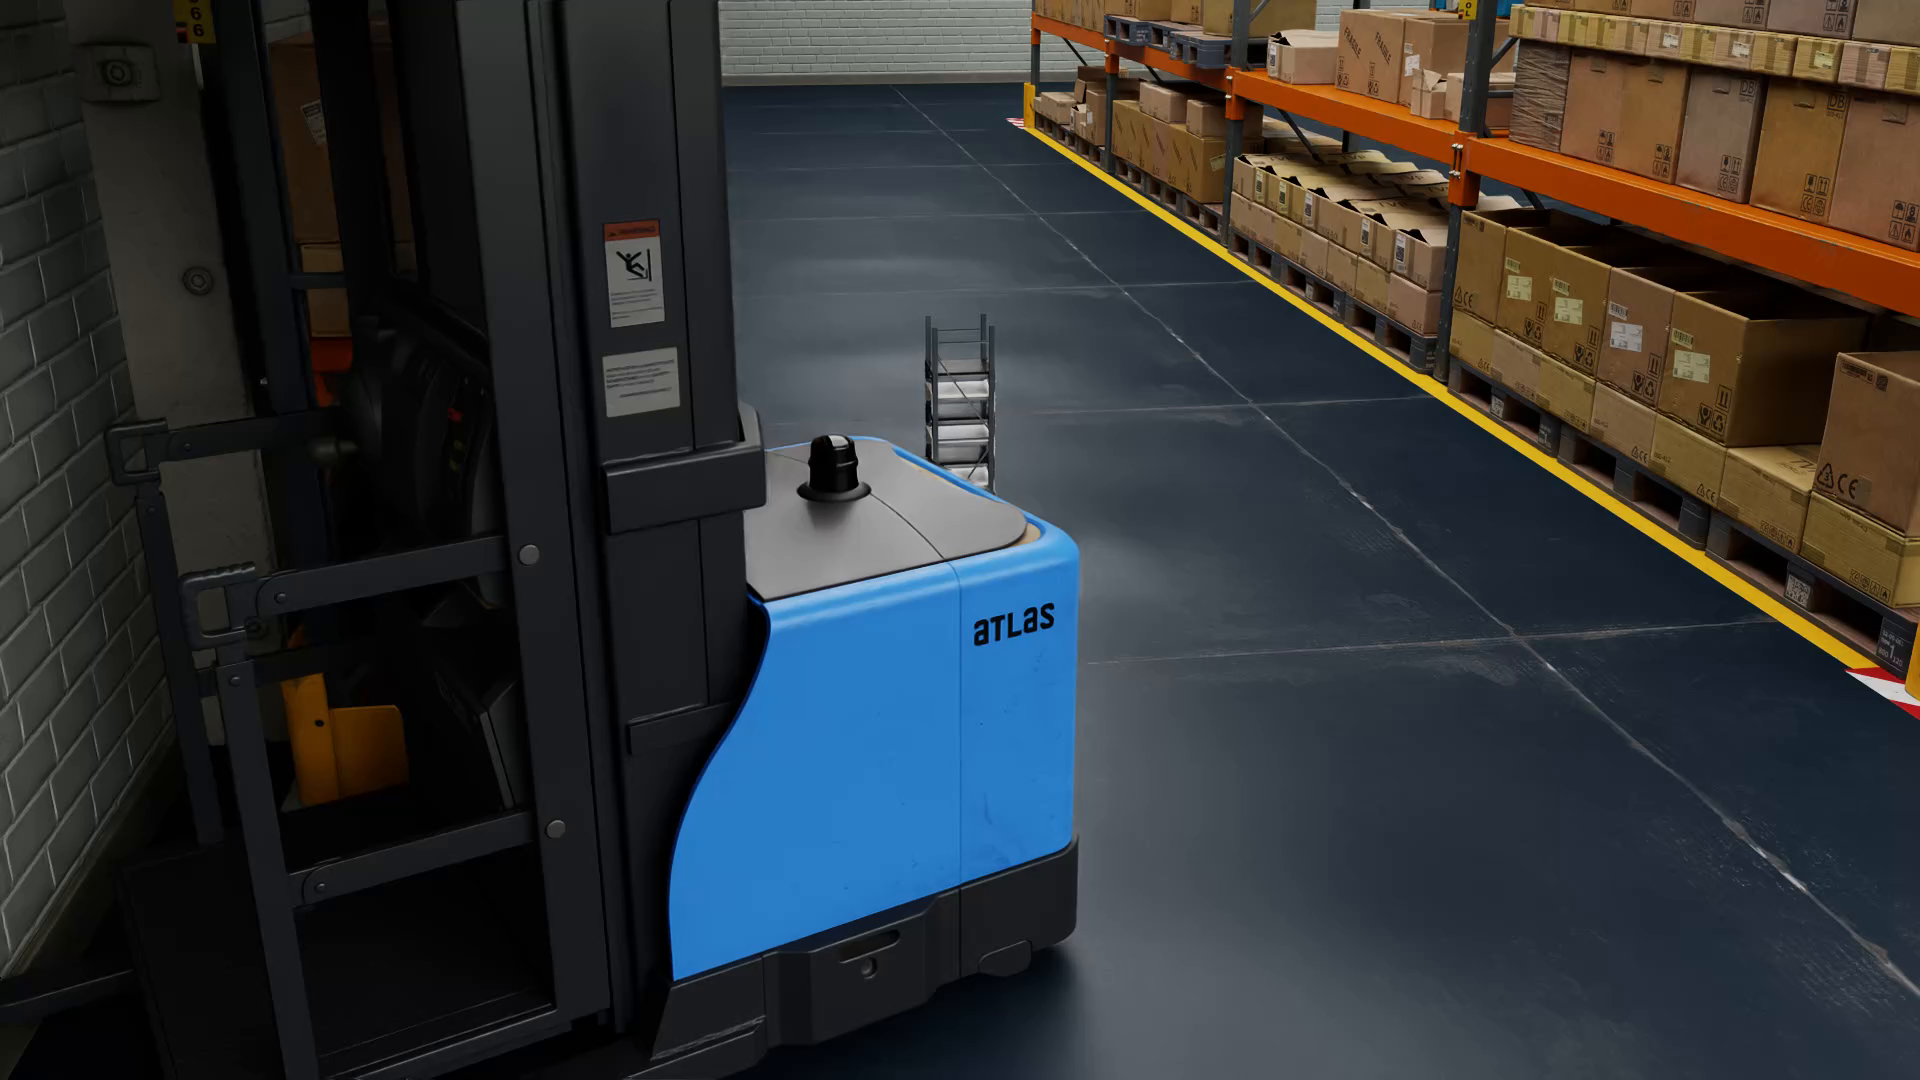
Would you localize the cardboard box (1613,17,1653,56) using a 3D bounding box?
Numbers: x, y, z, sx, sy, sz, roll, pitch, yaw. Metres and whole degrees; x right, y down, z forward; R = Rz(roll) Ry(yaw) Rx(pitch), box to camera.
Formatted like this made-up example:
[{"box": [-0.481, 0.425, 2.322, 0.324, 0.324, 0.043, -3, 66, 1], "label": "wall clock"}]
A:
[{"box": [3.079, -2.187, 7.213, 0.380, 0.149, 0.250, -4, 21, -10], "label": "cardboard box"}]

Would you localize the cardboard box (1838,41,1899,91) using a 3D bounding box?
[{"box": [3.306, -1.647, 5.769, 0.380, 0.149, 0.250, -3, 21, -7], "label": "cardboard box"}]

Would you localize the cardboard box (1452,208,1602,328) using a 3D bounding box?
[{"box": [2.841, -1.376, 8.371, 0.500, 0.500, 0.500, -3, 21, -8], "label": "cardboard box"}]

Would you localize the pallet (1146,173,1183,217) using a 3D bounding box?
[{"box": [2.264, -3.053, 14.588, 1.003, 0.211, 1.213, -3, 21, -8], "label": "pallet"}]

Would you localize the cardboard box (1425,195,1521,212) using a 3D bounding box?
[{"box": [3.128, -1.972, 10.237, 0.500, 0.311, 0.500, -4, 21, -10], "label": "cardboard box"}]

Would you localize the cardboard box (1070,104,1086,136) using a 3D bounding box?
[{"box": [1.459, -4.451, 17.561, 0.500, 0.311, 0.500, -3, 21, -8], "label": "cardboard box"}]

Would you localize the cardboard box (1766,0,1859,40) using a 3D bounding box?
[{"box": [3.443, -2.099, 6.052, 0.700, 0.500, 0.500, -3, 21, -8], "label": "cardboard box"}]

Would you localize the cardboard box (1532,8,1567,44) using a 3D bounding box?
[{"box": [2.967, -2.453, 7.928, 0.380, 0.149, 0.250, -3, 21, -7], "label": "cardboard box"}]

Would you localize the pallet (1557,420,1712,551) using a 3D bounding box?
[{"box": [3.336, -0.285, 7.178, 1.003, 0.211, 1.213, -3, 21, -8], "label": "pallet"}]

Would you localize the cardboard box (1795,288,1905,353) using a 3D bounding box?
[{"box": [3.644, -0.710, 6.587, 0.500, 0.500, 0.500, -3, 21, -8], "label": "cardboard box"}]

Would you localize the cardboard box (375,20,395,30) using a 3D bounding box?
[{"box": [-1.582, -1.274, 4.954, 0.500, 0.500, 0.500, -3, 21, -7], "label": "cardboard box"}]

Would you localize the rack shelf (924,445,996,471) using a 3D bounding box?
[{"box": [-0.001, -0.309, 6.609, 0.258, 0.077, 0.200, -3, 21, -8], "label": "rack shelf"}]

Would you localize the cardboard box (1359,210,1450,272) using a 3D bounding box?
[{"box": [2.660, -1.769, 9.694, 0.500, 0.311, 0.500, -2, 21, -6], "label": "cardboard box"}]

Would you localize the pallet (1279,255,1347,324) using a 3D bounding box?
[{"box": [2.760, -1.662, 10.866, 1.003, 0.211, 1.213, -3, 21, -8], "label": "pallet"}]

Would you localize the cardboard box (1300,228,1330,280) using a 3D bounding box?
[{"box": [2.520, -1.858, 10.735, 0.500, 0.250, 0.500, -2, 21, -7], "label": "cardboard box"}]

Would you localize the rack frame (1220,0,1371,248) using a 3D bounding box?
[{"box": [2.507, -3.677, 12.275, 1.000, 3.000, 0.127, -3, 21, -8], "label": "rack frame"}]

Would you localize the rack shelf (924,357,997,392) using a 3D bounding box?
[{"box": [-0.001, -0.646, 6.483, 0.258, 0.077, 0.200, -3, 21, -8], "label": "rack shelf"}]

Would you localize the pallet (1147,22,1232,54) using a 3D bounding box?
[{"box": [2.222, -4.260, 14.110, 1.003, 0.211, 1.213, -3, 21, -8], "label": "pallet"}]

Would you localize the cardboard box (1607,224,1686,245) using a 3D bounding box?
[{"box": [3.427, -1.229, 7.977, 0.500, 0.500, 0.500, -3, 21, -8], "label": "cardboard box"}]

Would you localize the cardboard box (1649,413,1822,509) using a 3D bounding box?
[{"box": [3.133, -0.332, 6.648, 0.500, 0.250, 0.500, -3, 21, -8], "label": "cardboard box"}]

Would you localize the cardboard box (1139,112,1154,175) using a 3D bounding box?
[{"box": [1.912, -3.560, 14.904, 0.500, 0.500, 0.500, -3, 21, -7], "label": "cardboard box"}]

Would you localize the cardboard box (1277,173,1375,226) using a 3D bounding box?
[{"box": [2.447, -2.294, 11.100, 0.500, 0.311, 0.500, -3, 21, -9], "label": "cardboard box"}]

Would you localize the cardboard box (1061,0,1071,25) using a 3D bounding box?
[{"box": [1.376, -5.802, 17.819, 0.500, 0.500, 0.500, -3, 21, -7], "label": "cardboard box"}]

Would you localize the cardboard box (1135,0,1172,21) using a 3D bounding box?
[{"box": [1.939, -4.896, 14.793, 0.700, 0.500, 0.500, 0, 20, 1], "label": "cardboard box"}]

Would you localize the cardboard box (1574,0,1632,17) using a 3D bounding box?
[{"box": [3.228, -2.619, 7.443, 0.700, 0.500, 0.500, -3, 21, -8], "label": "cardboard box"}]

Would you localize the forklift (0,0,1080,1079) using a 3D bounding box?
[{"box": [-1.241, -0.245, 3.184, 3.031, 2.935, 1.130, -12, 24, -30], "label": "forklift"}]

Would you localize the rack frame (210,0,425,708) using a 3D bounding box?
[{"box": [-1.241, -0.656, 4.186, 1.000, 3.000, 0.127, -3, 21, -8], "label": "rack frame"}]

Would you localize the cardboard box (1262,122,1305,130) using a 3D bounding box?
[{"box": [2.576, -3.239, 14.046, 0.500, 0.500, 0.500, -3, 21, -8], "label": "cardboard box"}]

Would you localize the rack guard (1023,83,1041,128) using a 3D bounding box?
[{"box": [1.365, -5.250, 20.058, 1.175, 0.500, 0.348, -3, 21, -8], "label": "rack guard"}]

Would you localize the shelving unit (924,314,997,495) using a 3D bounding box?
[{"box": [-0.001, -0.424, 6.566, 0.258, 0.900, 0.210, -3, 21, -8], "label": "shelving unit"}]

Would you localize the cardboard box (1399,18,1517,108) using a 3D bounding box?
[{"box": [2.913, -2.788, 9.752, 0.500, 0.500, 0.500, -1, 21, -4], "label": "cardboard box"}]

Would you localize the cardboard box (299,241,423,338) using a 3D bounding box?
[{"box": [-1.500, -0.747, 4.616, 0.500, 0.250, 0.500, -3, 21, -7], "label": "cardboard box"}]

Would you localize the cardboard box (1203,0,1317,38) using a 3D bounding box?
[{"box": [2.305, -4.133, 12.752, 0.700, 0.500, 0.500, -10, 23, -26], "label": "cardboard box"}]

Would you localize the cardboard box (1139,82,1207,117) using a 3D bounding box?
[{"box": [1.903, -3.923, 14.803, 0.500, 0.250, 0.500, -3, 21, -8], "label": "cardboard box"}]

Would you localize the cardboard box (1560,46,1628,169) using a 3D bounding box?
[{"box": [3.236, -2.004, 7.650, 0.700, 0.500, 0.500, -3, 21, -8], "label": "cardboard box"}]

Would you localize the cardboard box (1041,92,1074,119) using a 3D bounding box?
[{"box": [1.224, -4.989, 19.089, 0.500, 0.250, 0.500, -3, 21, -8], "label": "cardboard box"}]

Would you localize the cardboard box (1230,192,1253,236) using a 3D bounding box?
[{"box": [2.292, -2.390, 12.157, 0.500, 0.250, 0.500, -3, 21, -8], "label": "cardboard box"}]

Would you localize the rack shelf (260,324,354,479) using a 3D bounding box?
[{"box": [-1.530, -1.012, 6.166, 1.077, 0.370, 4.000, -3, 21, -8], "label": "rack shelf"}]

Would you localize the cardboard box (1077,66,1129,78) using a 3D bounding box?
[{"box": [1.676, -5.306, 19.580, 0.500, 0.500, 0.500, -3, 21, -8], "label": "cardboard box"}]

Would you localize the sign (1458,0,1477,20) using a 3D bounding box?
[{"box": [2.548, -2.767, 8.295, 0.100, 0.325, 0.005, -3, 21, -8], "label": "sign"}]

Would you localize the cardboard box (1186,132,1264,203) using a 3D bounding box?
[{"box": [2.140, -3.024, 13.470, 0.500, 0.500, 0.500, -2, 21, -6], "label": "cardboard box"}]

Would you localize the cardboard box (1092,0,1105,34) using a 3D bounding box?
[{"box": [1.604, -5.269, 16.394, 0.500, 0.500, 0.500, -3, 21, -7], "label": "cardboard box"}]

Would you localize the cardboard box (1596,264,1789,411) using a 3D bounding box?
[{"box": [3.059, -0.857, 6.981, 0.500, 0.500, 0.500, -3, 21, -8], "label": "cardboard box"}]

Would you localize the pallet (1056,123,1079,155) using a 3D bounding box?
[{"box": [1.653, -4.417, 18.241, 1.003, 0.211, 1.213, -3, 21, -8], "label": "pallet"}]

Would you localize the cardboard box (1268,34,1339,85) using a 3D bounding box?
[{"box": [2.444, -3.316, 11.435, 0.500, 0.311, 0.500, -3, 21, -8], "label": "cardboard box"}]

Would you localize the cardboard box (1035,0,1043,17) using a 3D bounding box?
[{"box": [1.157, -6.327, 19.226, 0.500, 0.500, 0.500, -2, 21, -7], "label": "cardboard box"}]

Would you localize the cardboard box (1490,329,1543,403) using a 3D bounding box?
[{"box": [2.917, -0.852, 8.039, 0.500, 0.250, 0.500, -3, 21, -8], "label": "cardboard box"}]

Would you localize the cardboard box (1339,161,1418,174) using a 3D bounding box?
[{"box": [2.908, -2.500, 11.651, 0.500, 0.311, 0.500, -3, 21, -9], "label": "cardboard box"}]

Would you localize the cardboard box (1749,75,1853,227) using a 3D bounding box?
[{"box": [3.459, -1.470, 6.223, 0.700, 0.500, 0.500, -3, 21, -7], "label": "cardboard box"}]

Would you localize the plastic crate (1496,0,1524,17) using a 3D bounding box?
[{"box": [6.199, -5.983, 18.603, 0.416, 0.233, 0.300, -3, 21, -8], "label": "plastic crate"}]

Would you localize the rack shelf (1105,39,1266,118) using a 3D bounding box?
[{"box": [2.219, -4.033, 14.254, 1.077, 0.370, 4.000, -3, 21, -8], "label": "rack shelf"}]

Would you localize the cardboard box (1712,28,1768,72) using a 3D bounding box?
[{"box": [3.191, -1.918, 6.494, 0.380, 0.149, 0.250, -3, 21, -8], "label": "cardboard box"}]

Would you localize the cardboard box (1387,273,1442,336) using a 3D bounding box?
[{"box": [2.737, -1.330, 9.319, 0.500, 0.250, 0.500, -3, 21, -8], "label": "cardboard box"}]
